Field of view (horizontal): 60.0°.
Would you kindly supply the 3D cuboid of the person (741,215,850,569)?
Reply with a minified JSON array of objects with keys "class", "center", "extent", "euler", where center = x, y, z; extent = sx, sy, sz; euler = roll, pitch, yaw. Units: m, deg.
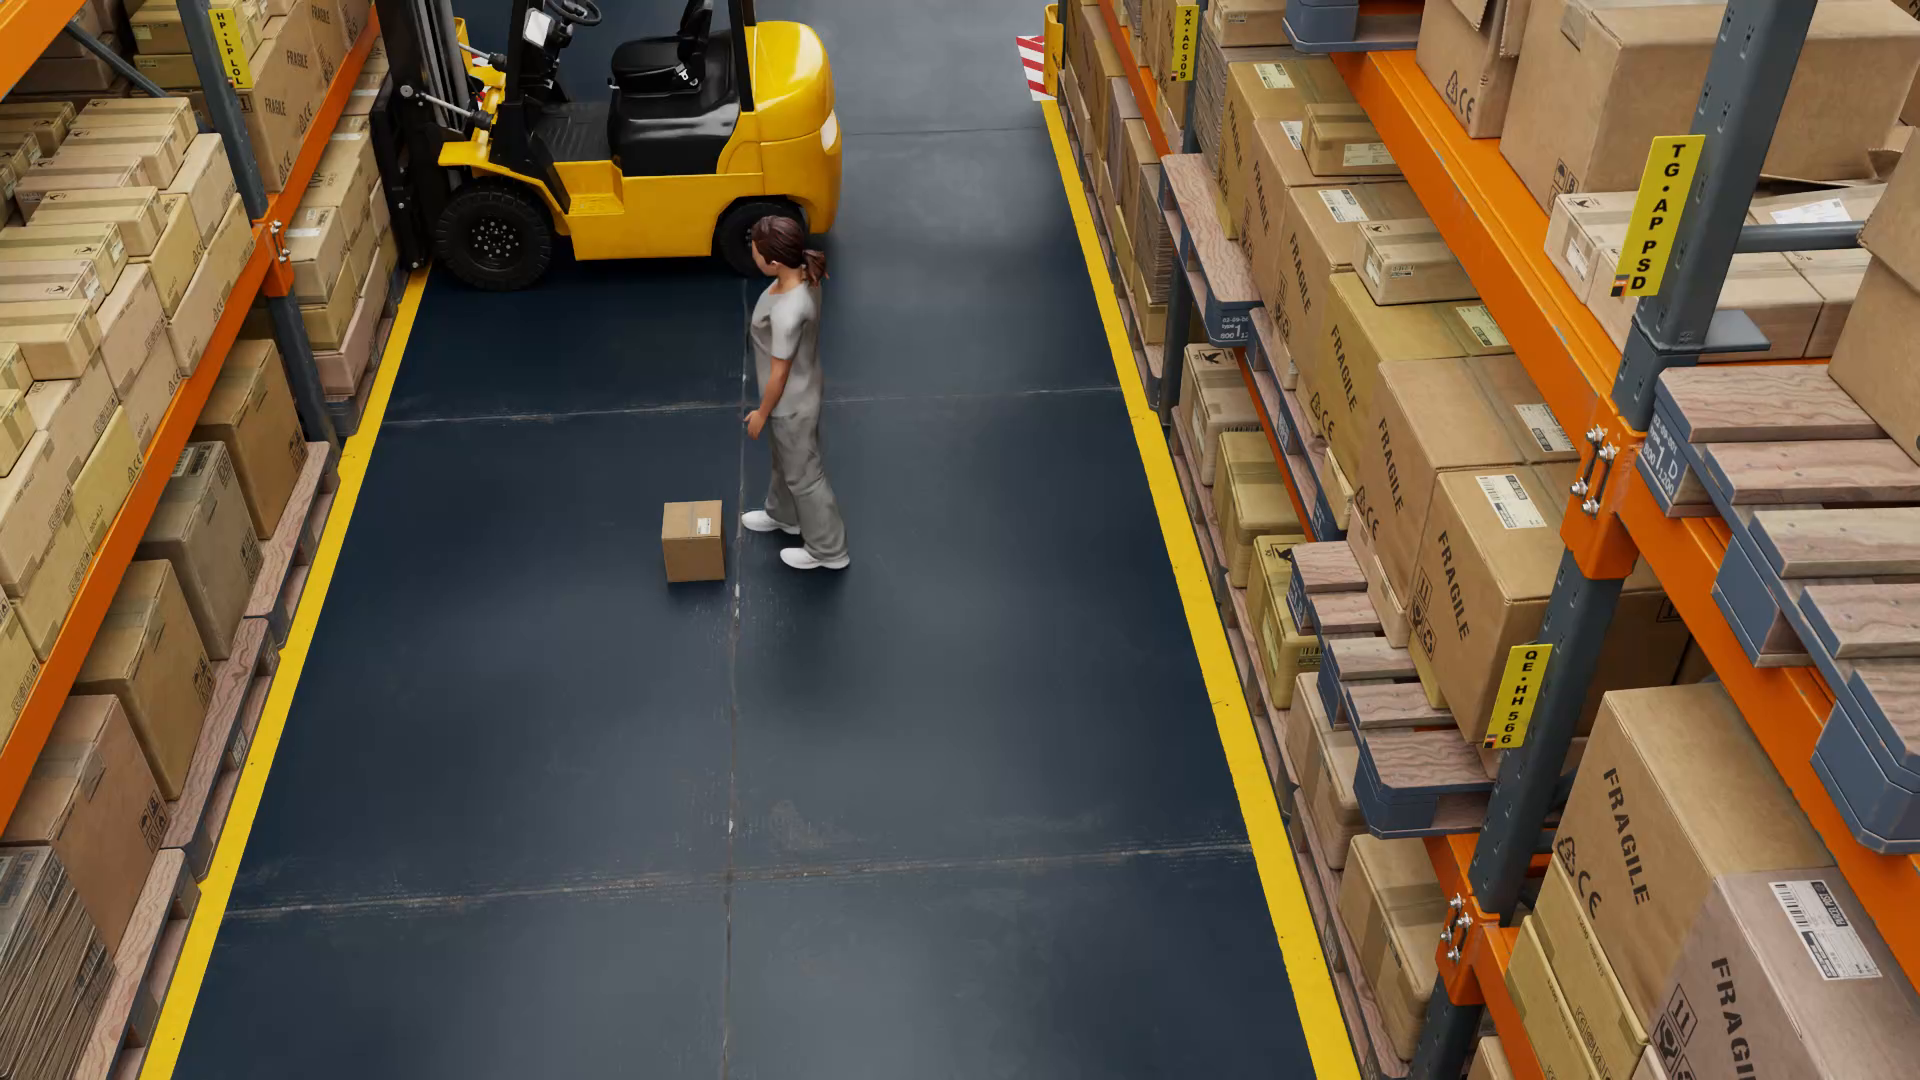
[{"class":"person","center":[-0.742,-0.589,6.872],"extent":[0.532,1.678,0.476],"euler":[3,39,3]}]
